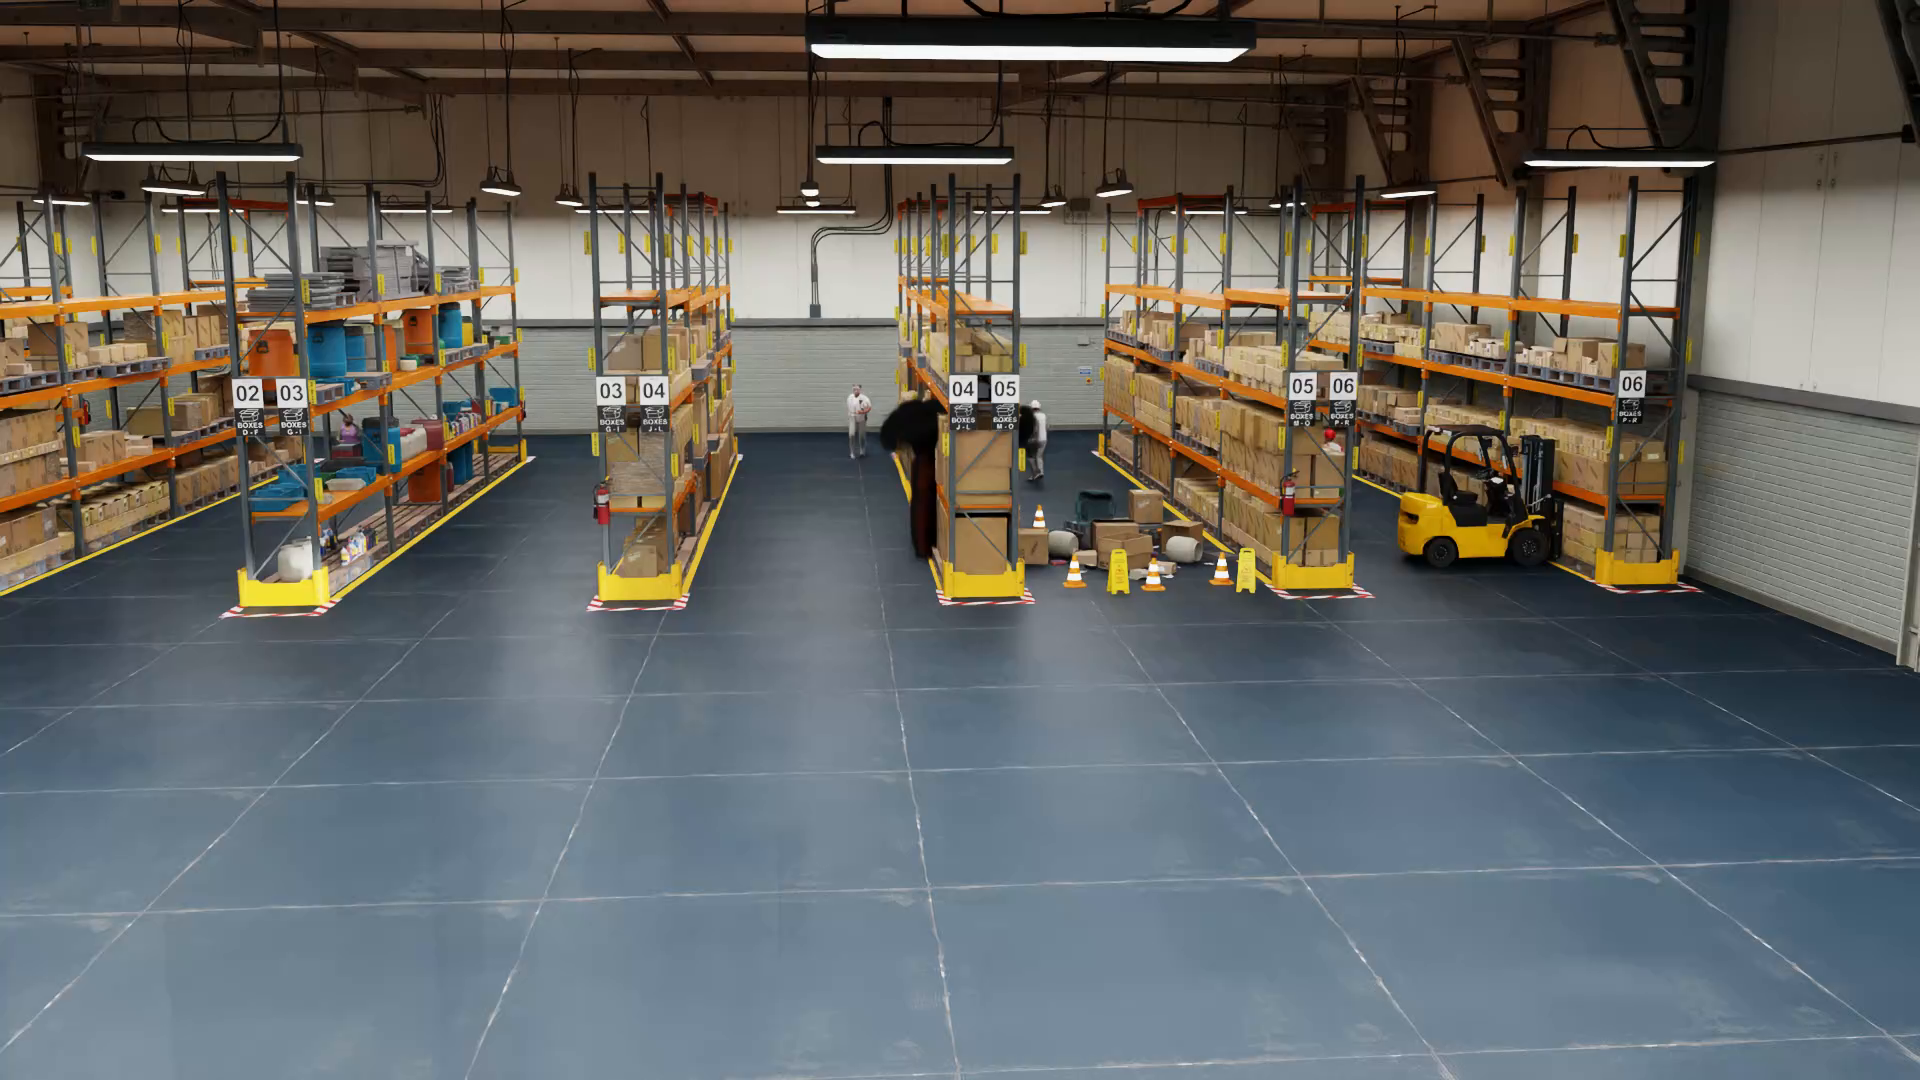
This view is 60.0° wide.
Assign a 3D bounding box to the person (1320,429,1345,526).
[{"bbox_3d":[6.746,-1.112,29.987,0.671,1.747,0.913,-3,11,-18],"label":"person"}]

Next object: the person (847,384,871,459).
[{"bbox_3d":[-2.425,-2.828,39.734,0.640,1.842,0.832,2,10,10],"label":"person"}]

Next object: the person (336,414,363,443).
[{"bbox_3d":[-12.574,-1.810,34.394,0.537,1.598,0.886,0,10,0],"label":"person"}]

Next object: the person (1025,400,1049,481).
[{"bbox_3d":[1.680,-2.103,35.580,0.628,1.756,0.819,-4,11,-19],"label":"person"}]
